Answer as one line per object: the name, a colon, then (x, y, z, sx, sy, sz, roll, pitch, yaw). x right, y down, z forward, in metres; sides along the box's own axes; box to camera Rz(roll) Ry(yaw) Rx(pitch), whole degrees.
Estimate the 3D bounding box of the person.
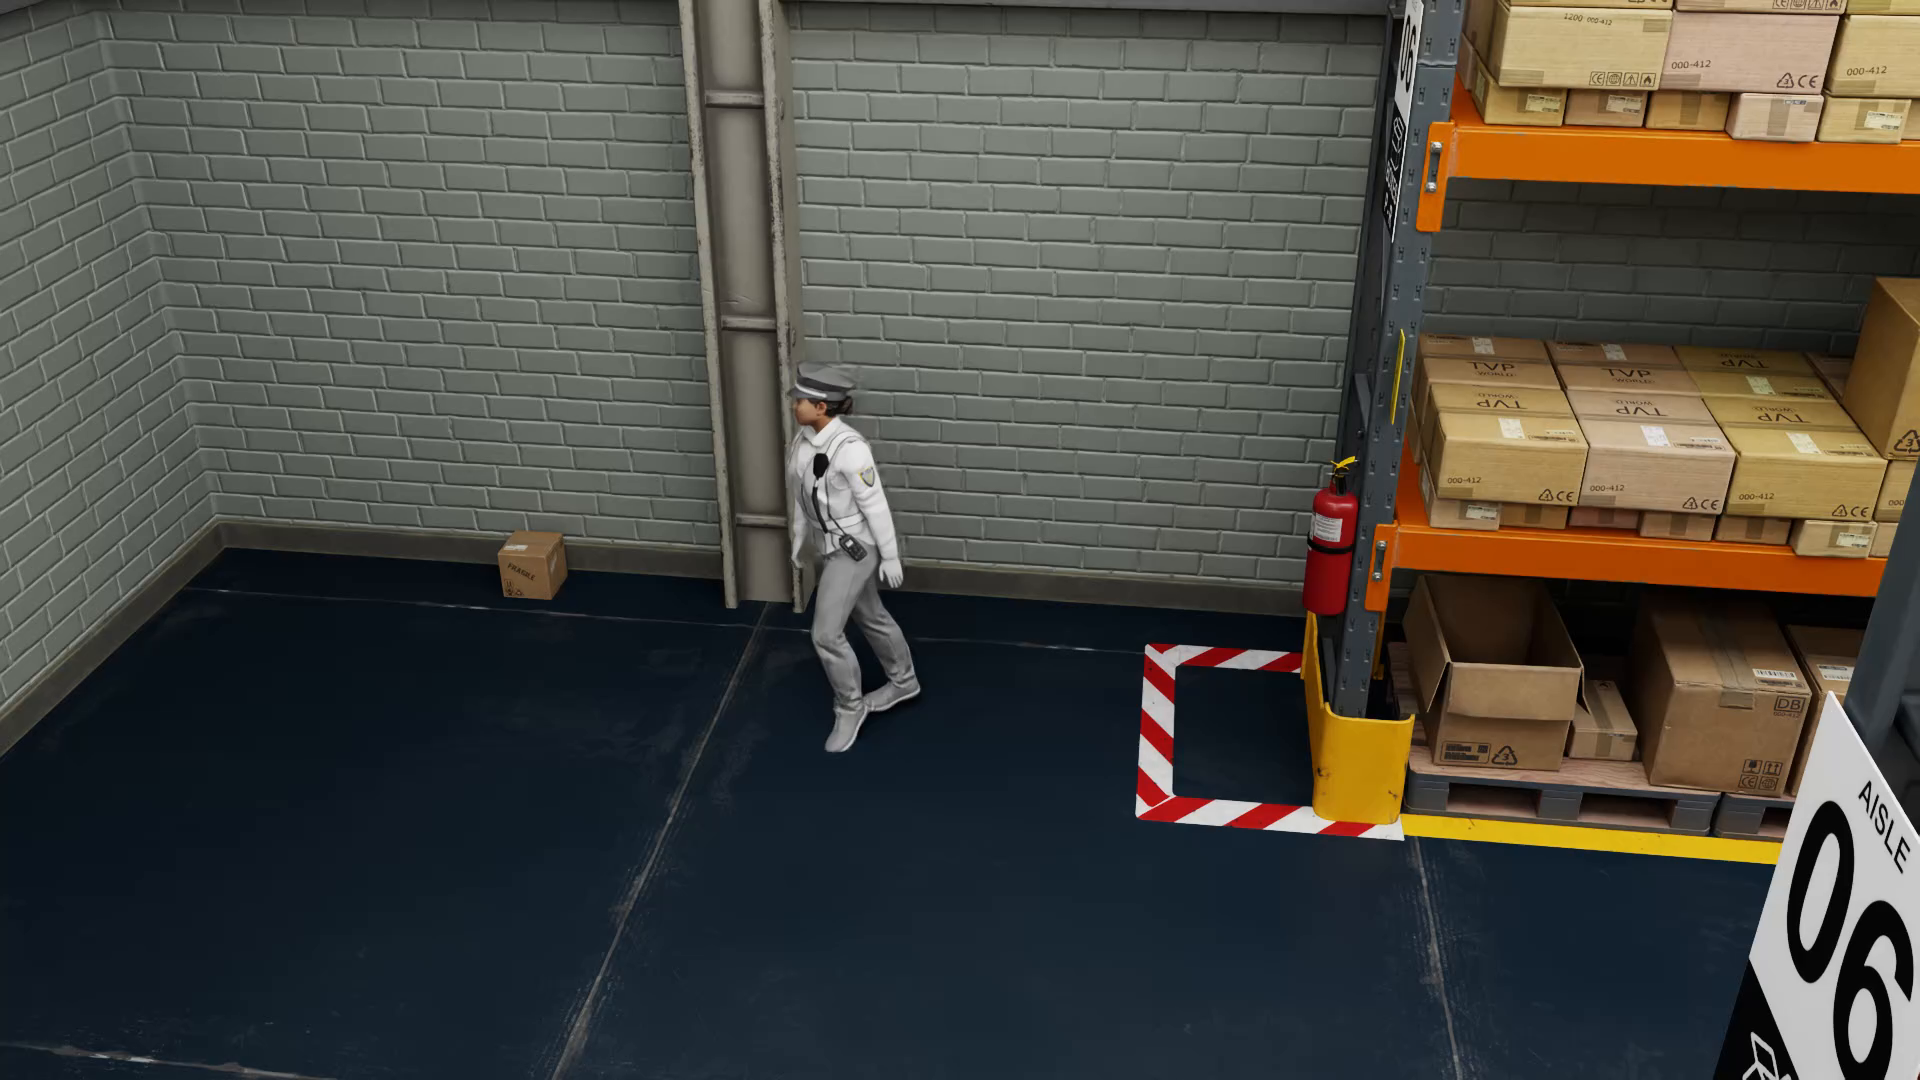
person: (-0.439, 0.036, 7.060, 0.528, 1.723, 0.529, -12, 31, -20)
